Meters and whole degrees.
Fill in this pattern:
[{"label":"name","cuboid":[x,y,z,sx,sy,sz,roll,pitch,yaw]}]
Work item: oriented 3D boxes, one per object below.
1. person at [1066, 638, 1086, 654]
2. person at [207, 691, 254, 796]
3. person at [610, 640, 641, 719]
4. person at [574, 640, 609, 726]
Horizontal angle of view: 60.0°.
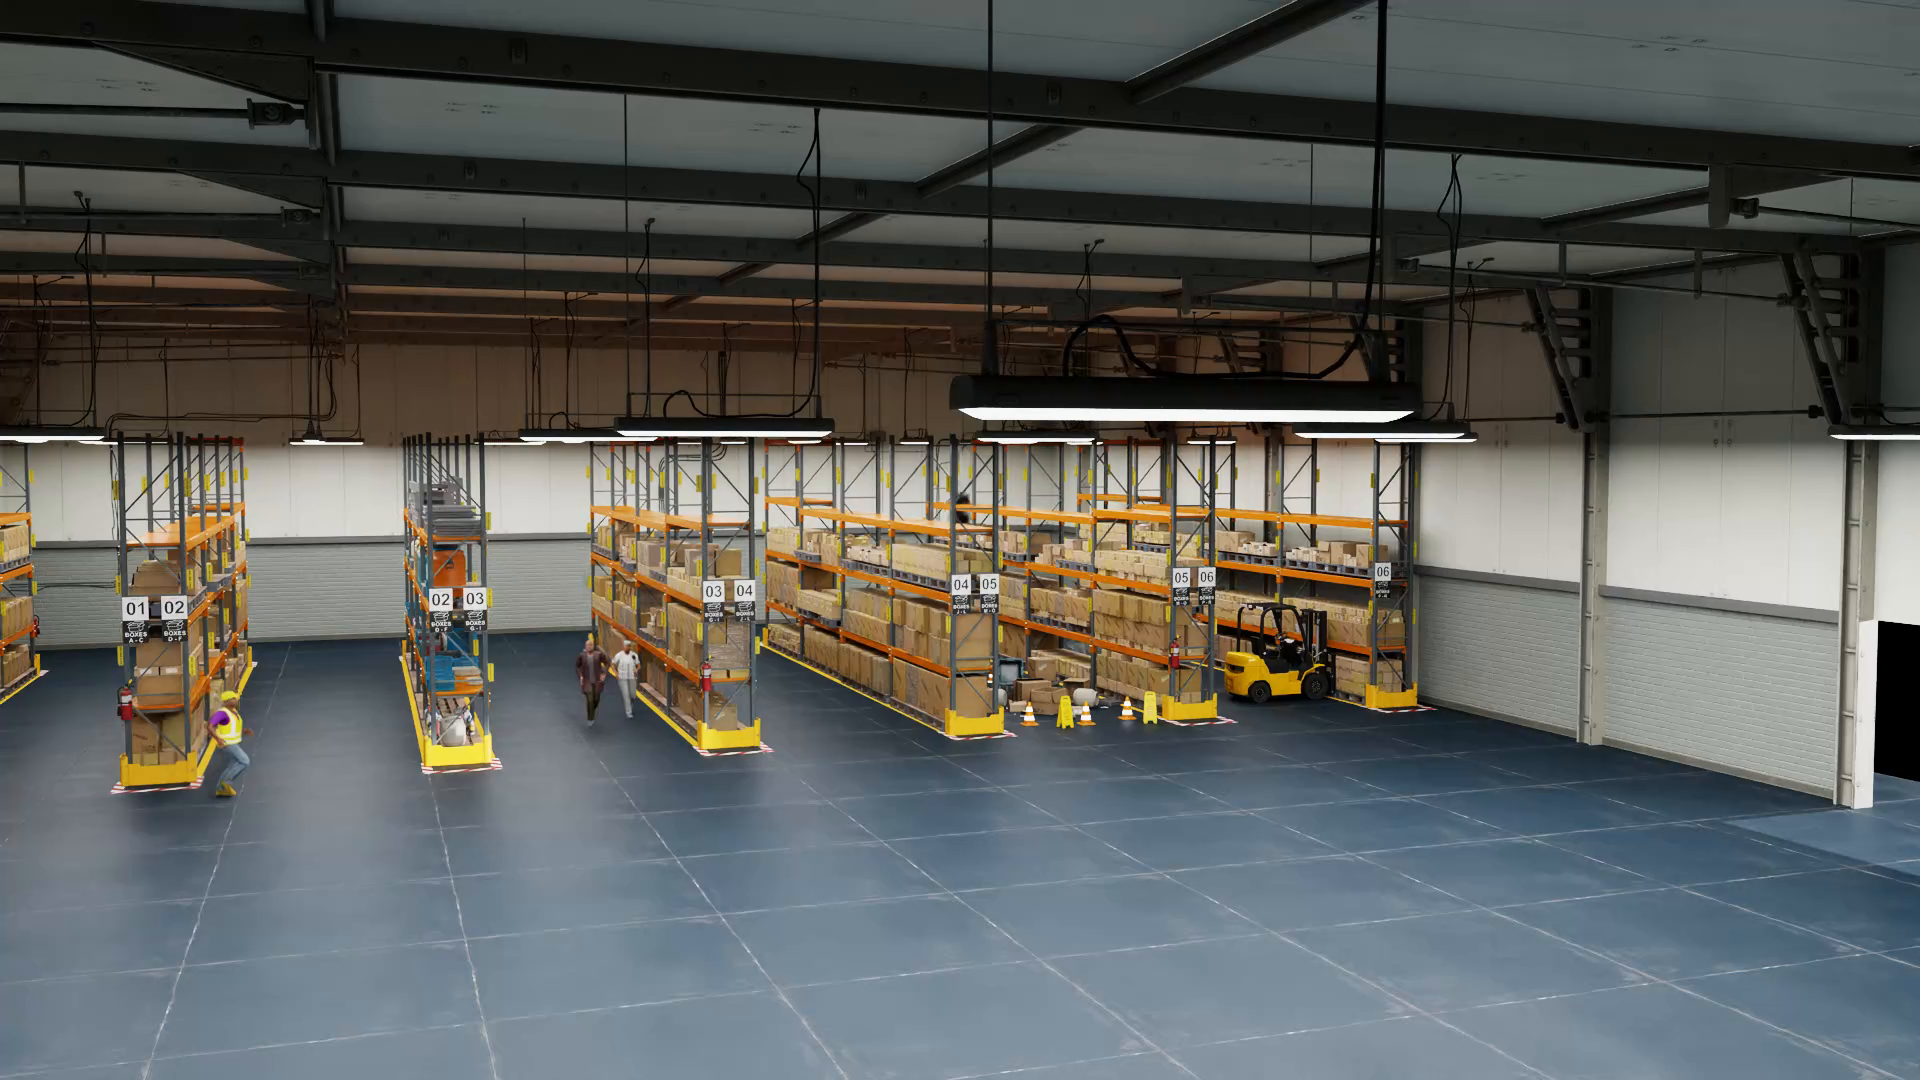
[{"label":"person","cuboid":[3.132,2.345,44.923,0.642,1.840,0.763,-2,4,-26]},{"label":"person","cuboid":[-11.948,3.338,27.303,0.607,1.724,0.715,0,3,-4]},{"label":"person","cuboid":[-7.101,2.950,35.388,0.636,1.632,0.758,-1,3,-24]},{"label":"person","cuboid":[-7.646,2.948,34.557,0.714,1.780,0.710,-1,3,-12]}]
